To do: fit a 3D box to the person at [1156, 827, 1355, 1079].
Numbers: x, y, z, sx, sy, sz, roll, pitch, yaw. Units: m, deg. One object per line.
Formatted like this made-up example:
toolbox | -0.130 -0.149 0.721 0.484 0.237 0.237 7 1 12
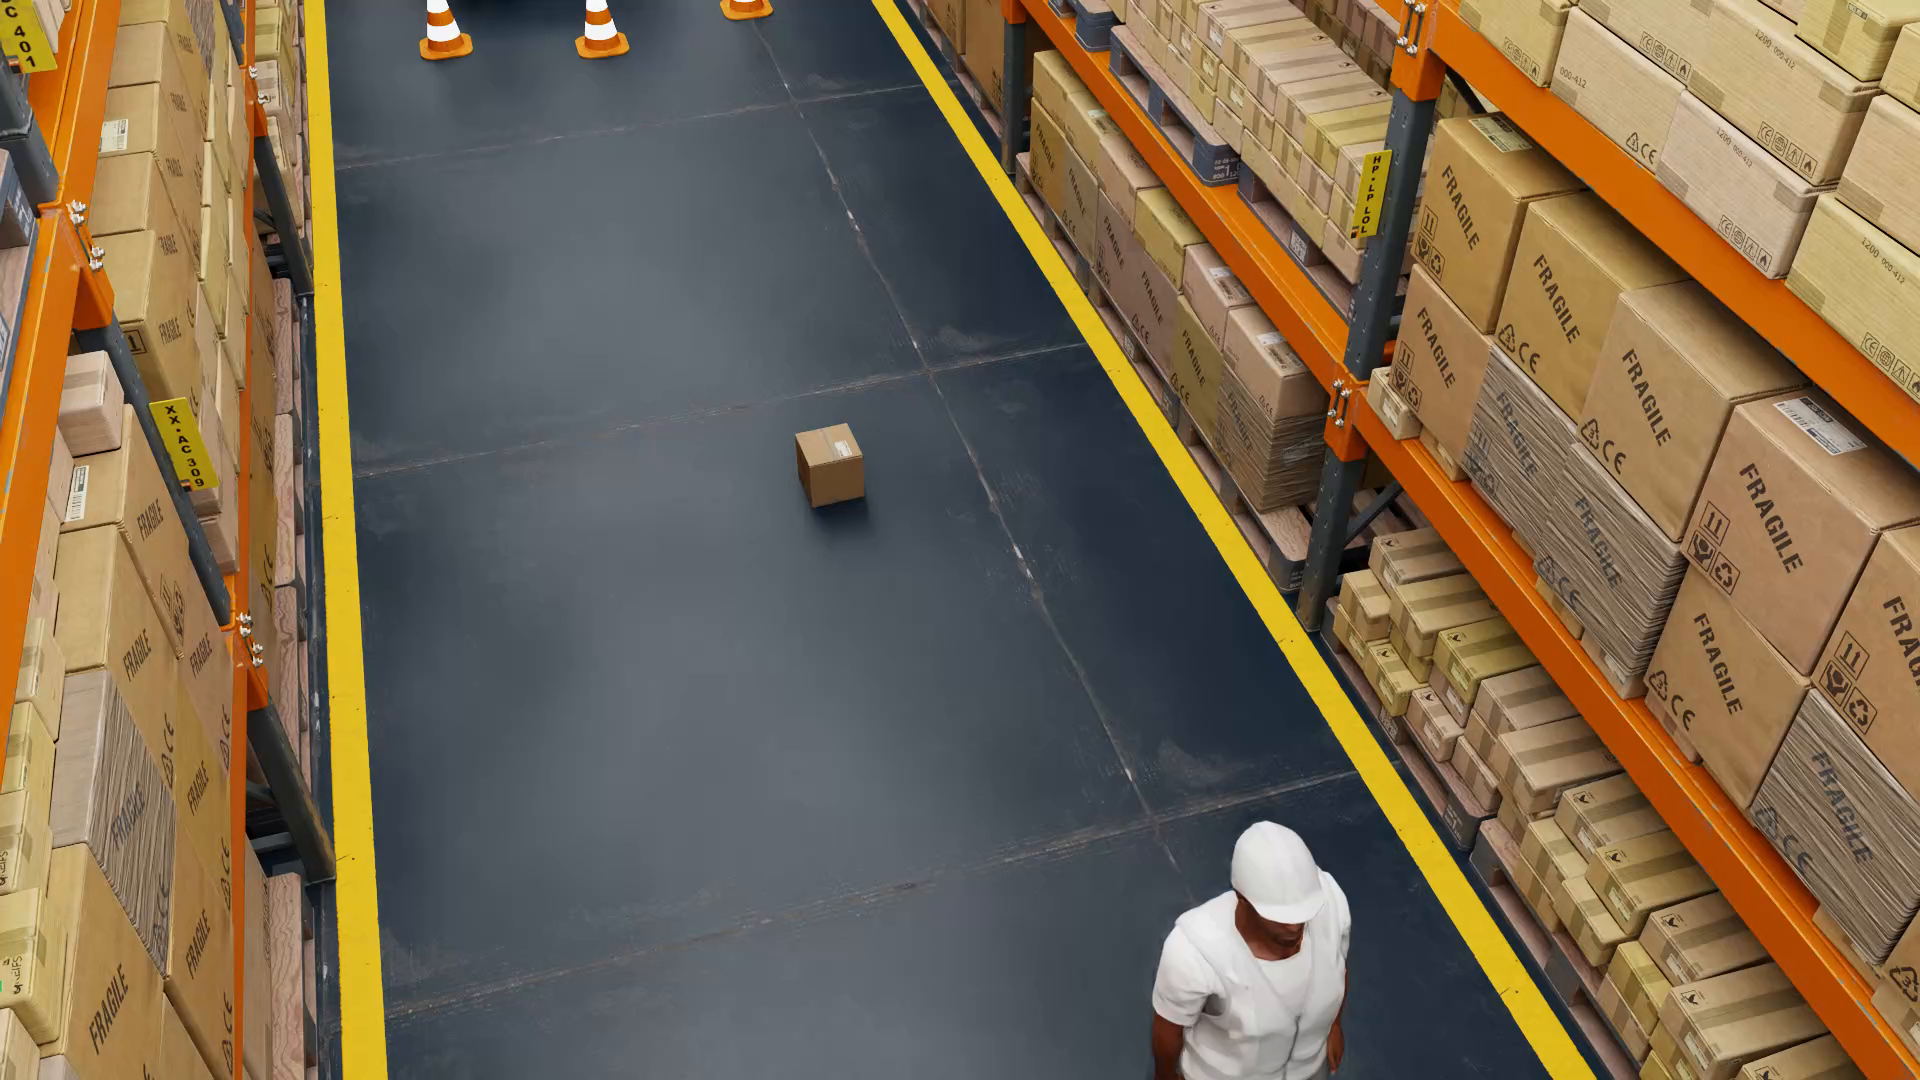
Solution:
person | 0.799 1.397 4.552 0.589 1.756 0.578 -18 45 -19
